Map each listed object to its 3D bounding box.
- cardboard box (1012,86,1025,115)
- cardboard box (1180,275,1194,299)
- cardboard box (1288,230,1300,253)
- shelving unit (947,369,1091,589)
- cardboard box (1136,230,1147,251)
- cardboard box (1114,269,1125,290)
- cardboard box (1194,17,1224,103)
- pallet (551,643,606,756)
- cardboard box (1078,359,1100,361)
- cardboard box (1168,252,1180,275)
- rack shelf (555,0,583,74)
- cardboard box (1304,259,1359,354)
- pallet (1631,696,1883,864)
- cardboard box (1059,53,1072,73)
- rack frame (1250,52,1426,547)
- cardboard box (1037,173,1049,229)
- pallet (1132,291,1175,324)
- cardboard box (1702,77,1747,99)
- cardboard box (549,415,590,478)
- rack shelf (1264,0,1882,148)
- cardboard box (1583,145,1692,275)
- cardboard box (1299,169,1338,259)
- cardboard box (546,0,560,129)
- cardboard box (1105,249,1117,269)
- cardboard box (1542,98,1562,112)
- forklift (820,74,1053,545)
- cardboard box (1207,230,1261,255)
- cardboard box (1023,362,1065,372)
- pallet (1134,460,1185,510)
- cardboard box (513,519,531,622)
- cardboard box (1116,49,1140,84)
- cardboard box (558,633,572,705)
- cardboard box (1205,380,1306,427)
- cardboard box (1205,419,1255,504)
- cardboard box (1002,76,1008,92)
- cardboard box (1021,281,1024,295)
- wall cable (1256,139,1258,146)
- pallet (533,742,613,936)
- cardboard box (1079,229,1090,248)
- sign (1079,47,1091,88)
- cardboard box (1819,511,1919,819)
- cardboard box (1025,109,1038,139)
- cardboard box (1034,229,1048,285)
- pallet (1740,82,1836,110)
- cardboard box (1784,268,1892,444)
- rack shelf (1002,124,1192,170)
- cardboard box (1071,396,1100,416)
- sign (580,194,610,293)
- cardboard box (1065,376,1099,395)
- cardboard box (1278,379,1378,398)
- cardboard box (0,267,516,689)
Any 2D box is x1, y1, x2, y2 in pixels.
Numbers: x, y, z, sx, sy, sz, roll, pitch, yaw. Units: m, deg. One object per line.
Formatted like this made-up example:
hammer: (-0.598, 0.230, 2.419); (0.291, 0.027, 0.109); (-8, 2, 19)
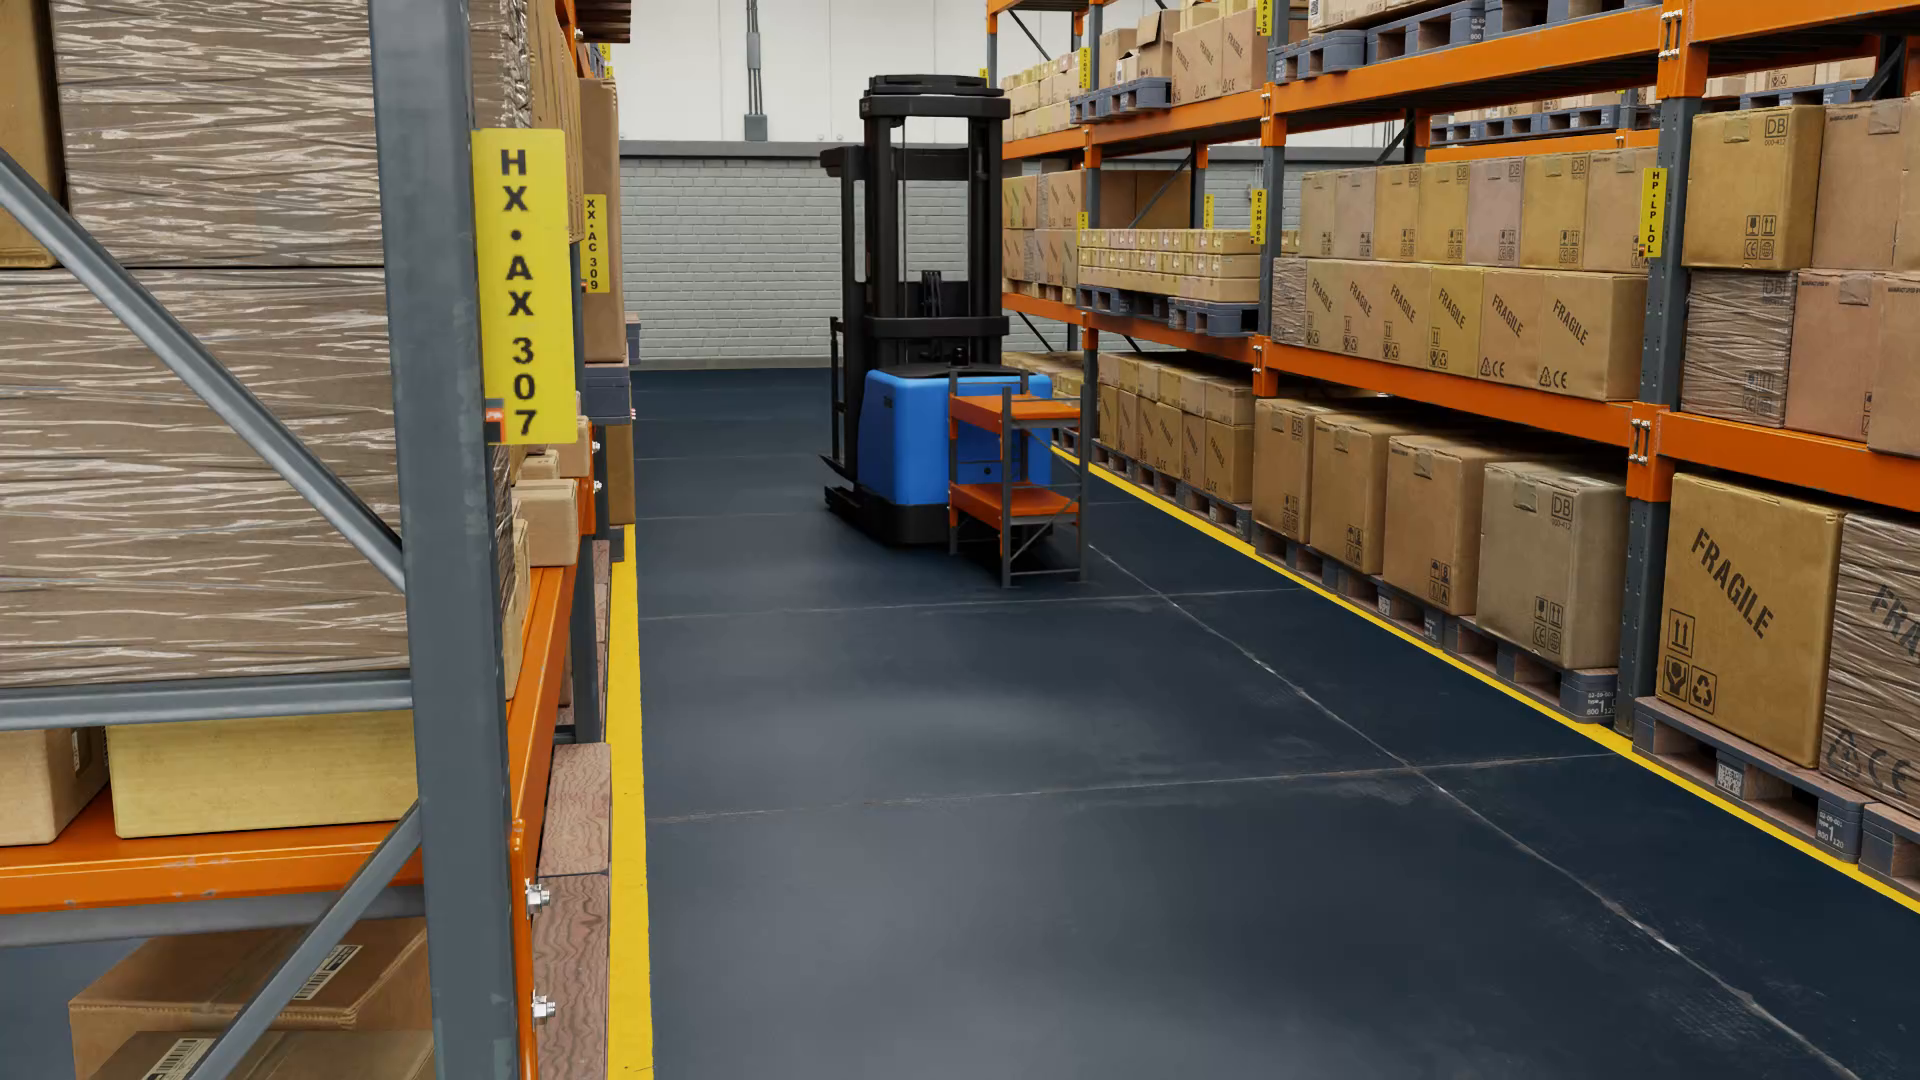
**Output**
cardboard box: (0.803, -4.280, 16.204); (0.500, 0.250, 0.500); (-2, 11, -10)
cardboard box: (1.695, -1.696, 11.132); (0.380, 0.149, 0.250); (-2, 11, -10)
cardboard box: (2.385, -1.962, 10.943); (0.380, 0.149, 0.250); (-2, 11, -13)
shelving unit: (0.325, -0.386, 9.718); (0.538, 1.125, 1.048); (-3, 11, -17)
cardboard box: (1.495, -2.180, 12.084); (0.380, 0.149, 0.250); (-2, 11, -9)
cardboard box: (1.389, -1.985, 12.649); (0.380, 0.149, 0.250); (-3, 11, -14)
cardboard box: (1.869, -3.156, 10.964); (0.500, 0.500, 0.500); (-2, 11, -11)
pallet: (-1.921, 0.676, 6.579); (1.003, 0.211, 1.213); (-2, 11, -11)
cardboard box: (1.397, -1.736, 16.704); (0.380, 0.149, 0.250); (-2, 11, -9)
cardboard box: (1.641, -1.892, 11.370); (0.380, 0.149, 0.250); (-2, 11, -11)
rack shelf: (-1.379, -1.304, 3.428); (1.077, 0.370, 4.000); (-2, 11, -11)
cardboard box: (2.263, -1.310, 9.290); (0.500, 0.500, 0.500); (-2, 11, -12)
pallet: (3.188, 0.799, 5.932); (1.003, 0.211, 1.213); (-2, 11, -11)
cardboard box: (1.082, -4.160, 14.506); (0.380, 0.149, 0.250); (-2, 11, -11)
rack frame: (2.339, -1.446, 10.273); (1.000, 3.000, 0.127); (-2, 11, -11)
cardboard box: (1.013, -3.132, 15.391); (0.500, 0.500, 0.500); (-2, 11, -10)
pallet: (1.914, -1.714, 12.191); (1.003, 0.211, 1.213); (-2, 11, -11)
cardboard box: (6.300, -3.699, 13.587); (0.380, 0.166, 0.250); (-3, 11, -15)
cardboard box: (-1.251, -0.263, 4.726); (0.380, 0.149, 0.250); (-2, 11, -11)
rack shelf: (2.728, -2.200, 8.133); (1.077, 0.370, 4.000); (-2, 11, -11)
cardboard box: (3.015, -1.344, 6.793); (0.700, 0.500, 0.500); (-2, 11, -12)
cardboard box: (2.417, -1.904, 9.736); (0.700, 0.500, 0.500); (-2, 11, -11)
cardboard box: (-1.018, -0.798, 3.130); (0.500, 0.500, 0.500); (-2, 11, -11)
cardboard box: (1.341, -2.178, 12.868); (0.380, 0.149, 0.250); (-3, 11, -13)
cardboard box: (6.103, -4.404, 16.125); (0.797, 0.503, 0.637); (-1, 11, -7)
forklift: (-0.328, -1.640, 11.476); (1.130, 2.935, 3.031); (-3, 11, -17)
cardboard box: (1.794, -1.895, 10.586); (0.380, 0.149, 0.250); (-3, 11, -13)
cardboard box: (0.827, -1.663, 16.319); (0.380, 0.149, 0.250); (-2, 11, -10)
pallet: (1.955, -0.443, 12.460); (1.003, 0.211, 1.213); (-2, 11, -11)
cardboard box: (-0.986, 0.061, 3.025); (0.380, 0.149, 0.250); (-2, 11, -11)
cardboard box: (1.526, -3.647, 12.928); (0.500, 0.311, 0.500); (-2, 11, -12)
cardboard box: (-1.866, 0.348, 6.357); (0.700, 0.500, 0.500); (-3, 11, -15)
cardboard box: (1.949, -0.909, 11.006); (0.500, 0.250, 0.500); (-2, 11, -12)
cardboard box: (1.955, -0.536, 11.052); (0.500, 0.500, 0.500); (-2, 11, -11)
cardboard box: (0.636, -4.587, 16.751); (0.380, 0.149, 0.250); (-2, 11, -11)
cardboard box: (0.828, -2.529, 16.634); (0.380, 0.149, 0.250); (-2, 11, -12)
wall cable: (4.236, -7.092, 23.892); (0.463, 3.000, 0.029); (-2, 11, -11)
pallet: (-1.602, 0.941, 5.189); (1.003, 0.211, 1.213); (-2, 11, -11)
cardboard box: (1.187, -2.466, 13.589); (0.380, 0.149, 0.250); (-2, 11, -8)
sign: (1.031, -3.886, 13.688); (0.100, 0.325, 0.005); (-2, 11, -11)
cardboard box: (3.350, 0.408, 5.091); (0.875, 0.875, 0.875); (-2, 11, -11)
cardboard box: (0.921, -3.936, 15.733); (0.500, 0.250, 0.500); (-2, 11, -11)
cardboard box: (0.995, -2.640, 15.483); (0.500, 0.500, 0.500); (-2, 11, -11)
pallet: (6.777, -3.347, 12.741); (1.003, 0.211, 1.213); (-2, 11, -8)
cardboard box: (3.330, -0.619, 5.526); (0.875, 0.550, 0.550); (-2, 11, -11)
rack shelf: (1.172, -3.667, 15.842); (1.077, 0.370, 4.000); (-2, 11, -11)
cardboard box: (1.188, -1.178, 14.570); (0.380, 0.149, 0.250); (-2, 11, -10)
sign: (-1.237, -0.997, 5.599); (0.100, 0.325, 0.005); (-2, 11, -11)
cardboard box: (1.148, -1.379, 14.831); (0.380, 0.149, 0.250); (-2, 11, -10)
cardboard box: (2.443, -0.928, 11.108); (0.500, 0.250, 0.500); (-3, 11, -14)
cardboard box: (-1.070, -0.114, 2.212); (0.875, 0.500, 0.500); (-2, 11, -11)
